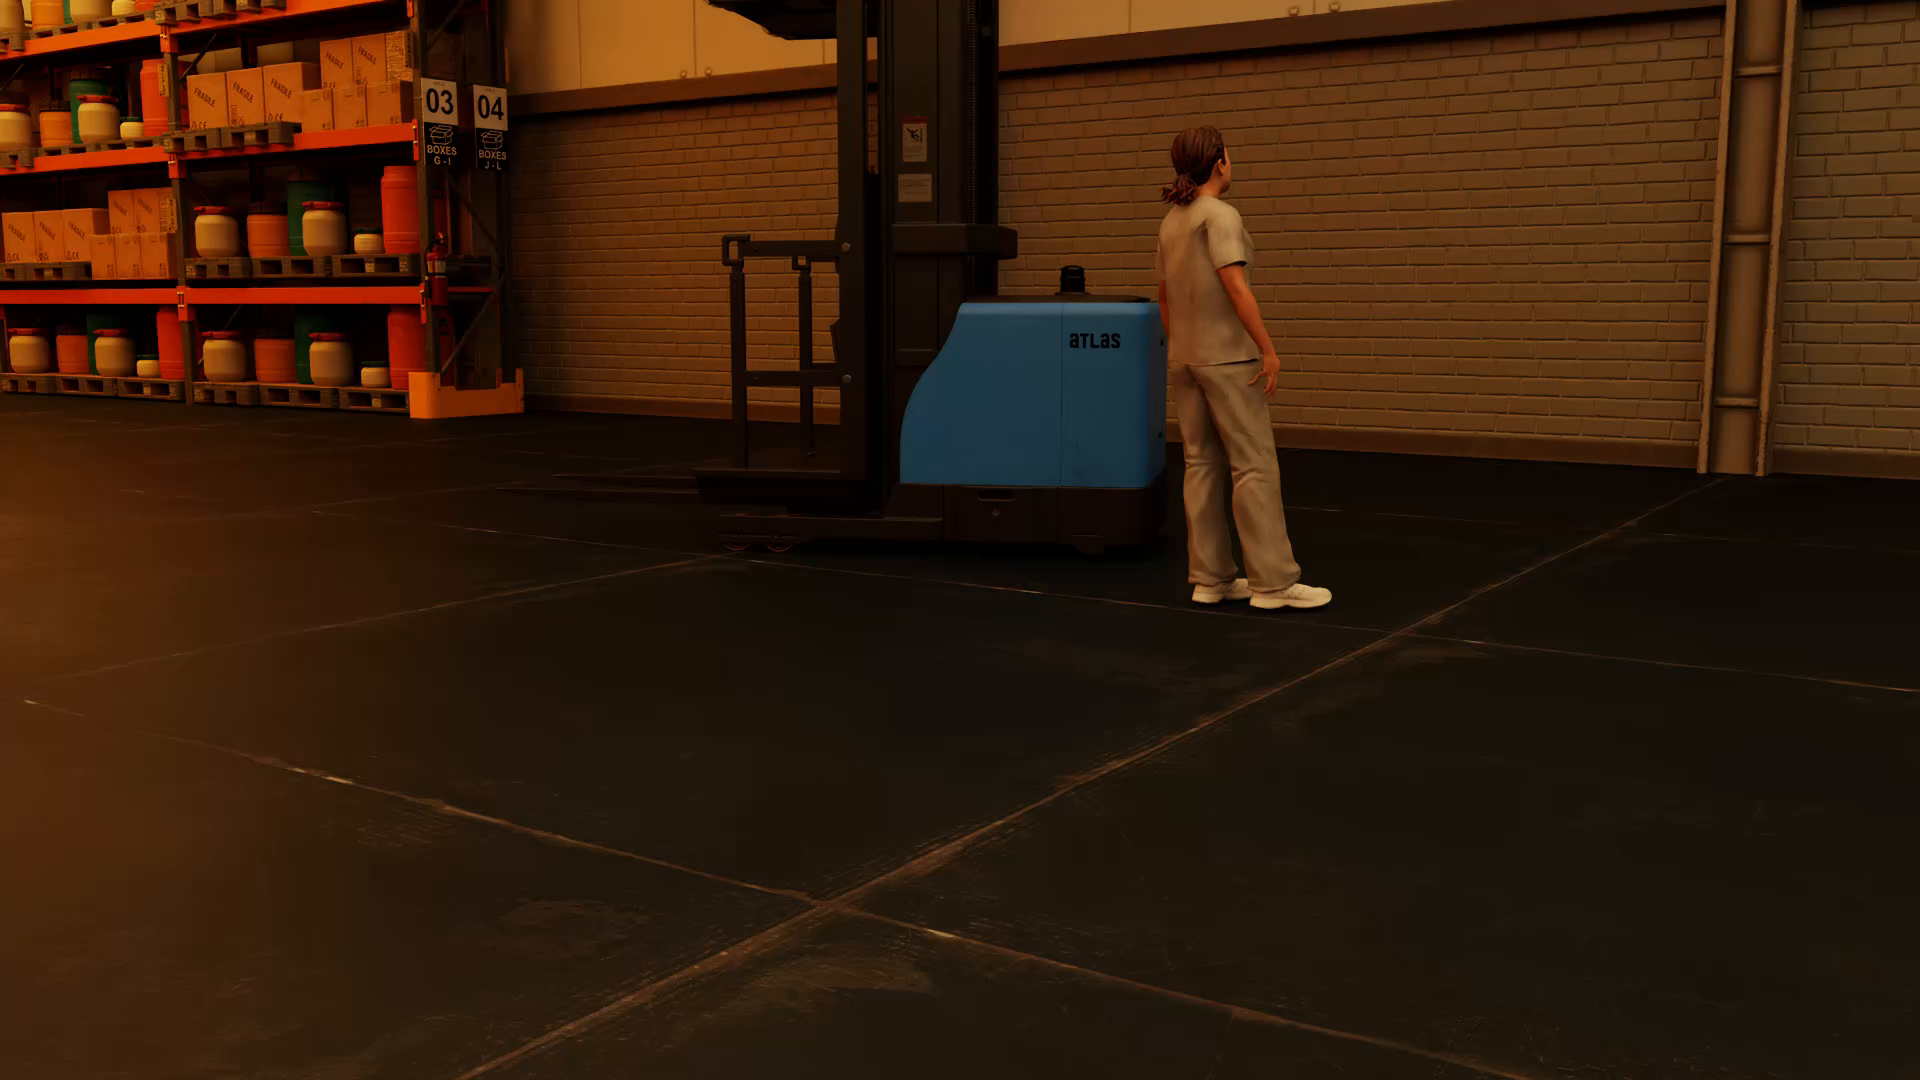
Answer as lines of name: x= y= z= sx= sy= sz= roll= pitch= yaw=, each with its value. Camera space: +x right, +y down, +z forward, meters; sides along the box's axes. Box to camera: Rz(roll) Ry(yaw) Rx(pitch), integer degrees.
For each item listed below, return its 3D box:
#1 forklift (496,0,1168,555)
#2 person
forklift: x=-0.596 y=-1.469 z=7.520 sx=3.031 sy=2.935 sz=1.130 roll=2 pitch=8 yaw=12
person: x=0.963 y=-0.608 z=5.874 sx=0.548 sy=1.673 sz=0.551 roll=-4 pitch=9 yaw=-28
